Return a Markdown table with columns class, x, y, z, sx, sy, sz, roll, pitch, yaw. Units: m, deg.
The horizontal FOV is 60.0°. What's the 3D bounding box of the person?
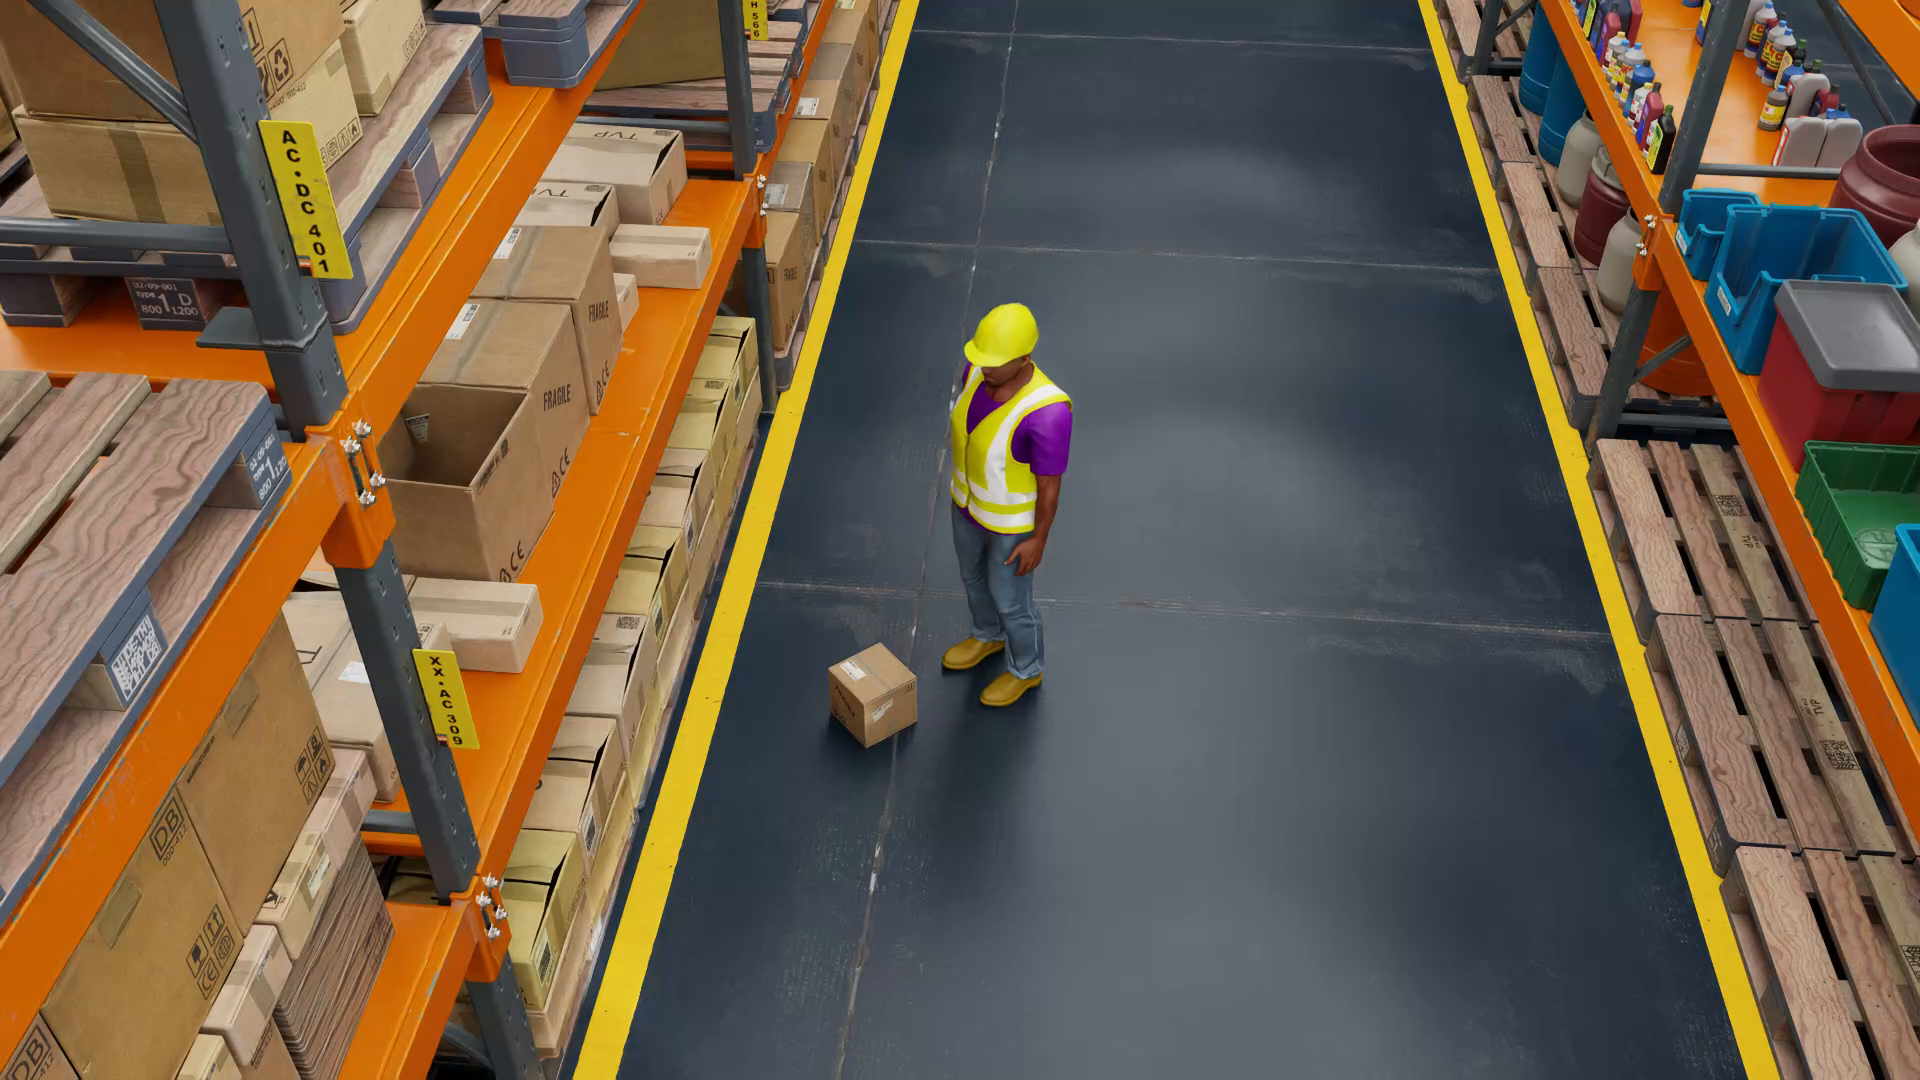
| class | x | y | z | sx | sy | sz | roll | pitch | yaw |
| --- | --- | --- | --- | --- | --- | --- | --- | --- | --- |
| person | 0.047 | 0.241 | 6.473 | 0.916 | 0.972 | 0.583 | -26 | 46 | -28 |
